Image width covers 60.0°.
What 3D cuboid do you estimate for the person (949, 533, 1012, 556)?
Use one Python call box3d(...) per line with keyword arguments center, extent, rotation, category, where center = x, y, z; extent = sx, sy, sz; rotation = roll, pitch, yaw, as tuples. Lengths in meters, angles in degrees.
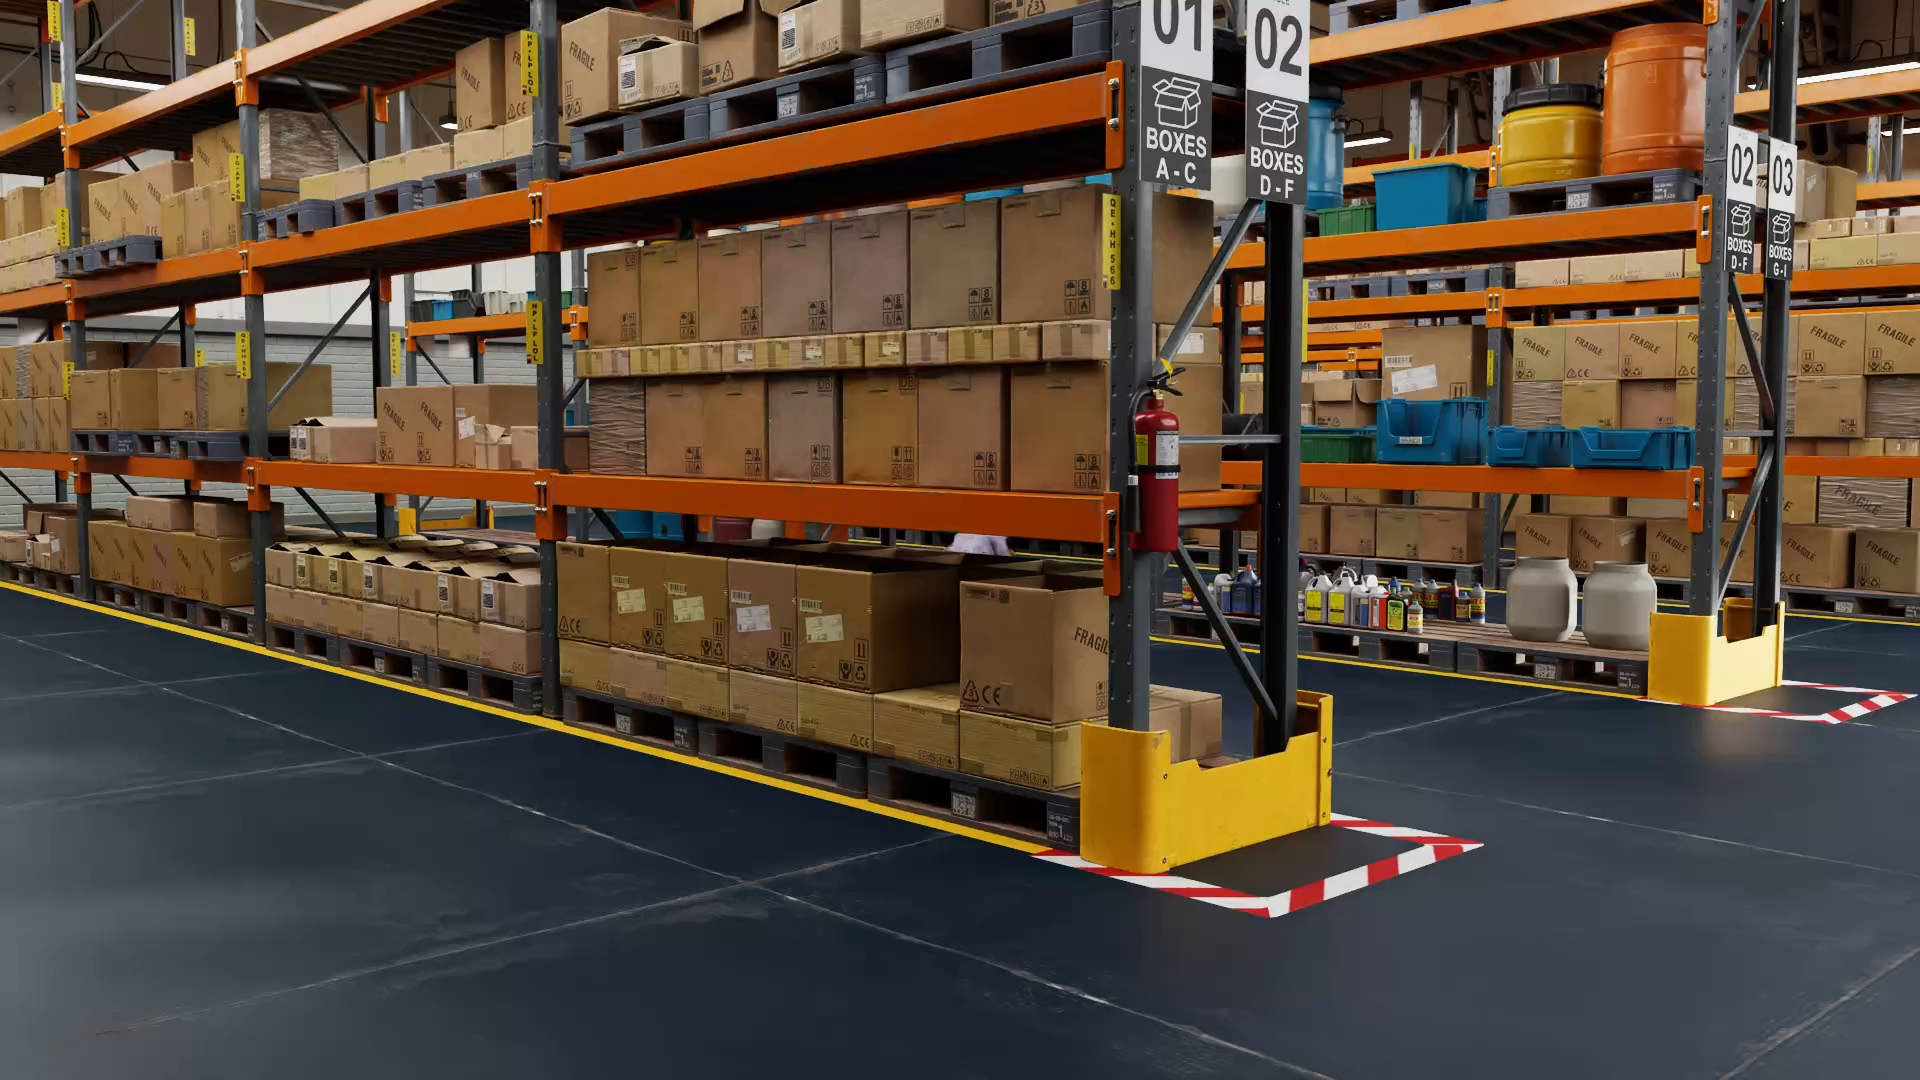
box3d(center=(0.131, 0.261, 12.071), extent=(0.834, 0.945, 0.505), rotation=(-4, 6, -45), category="person")
